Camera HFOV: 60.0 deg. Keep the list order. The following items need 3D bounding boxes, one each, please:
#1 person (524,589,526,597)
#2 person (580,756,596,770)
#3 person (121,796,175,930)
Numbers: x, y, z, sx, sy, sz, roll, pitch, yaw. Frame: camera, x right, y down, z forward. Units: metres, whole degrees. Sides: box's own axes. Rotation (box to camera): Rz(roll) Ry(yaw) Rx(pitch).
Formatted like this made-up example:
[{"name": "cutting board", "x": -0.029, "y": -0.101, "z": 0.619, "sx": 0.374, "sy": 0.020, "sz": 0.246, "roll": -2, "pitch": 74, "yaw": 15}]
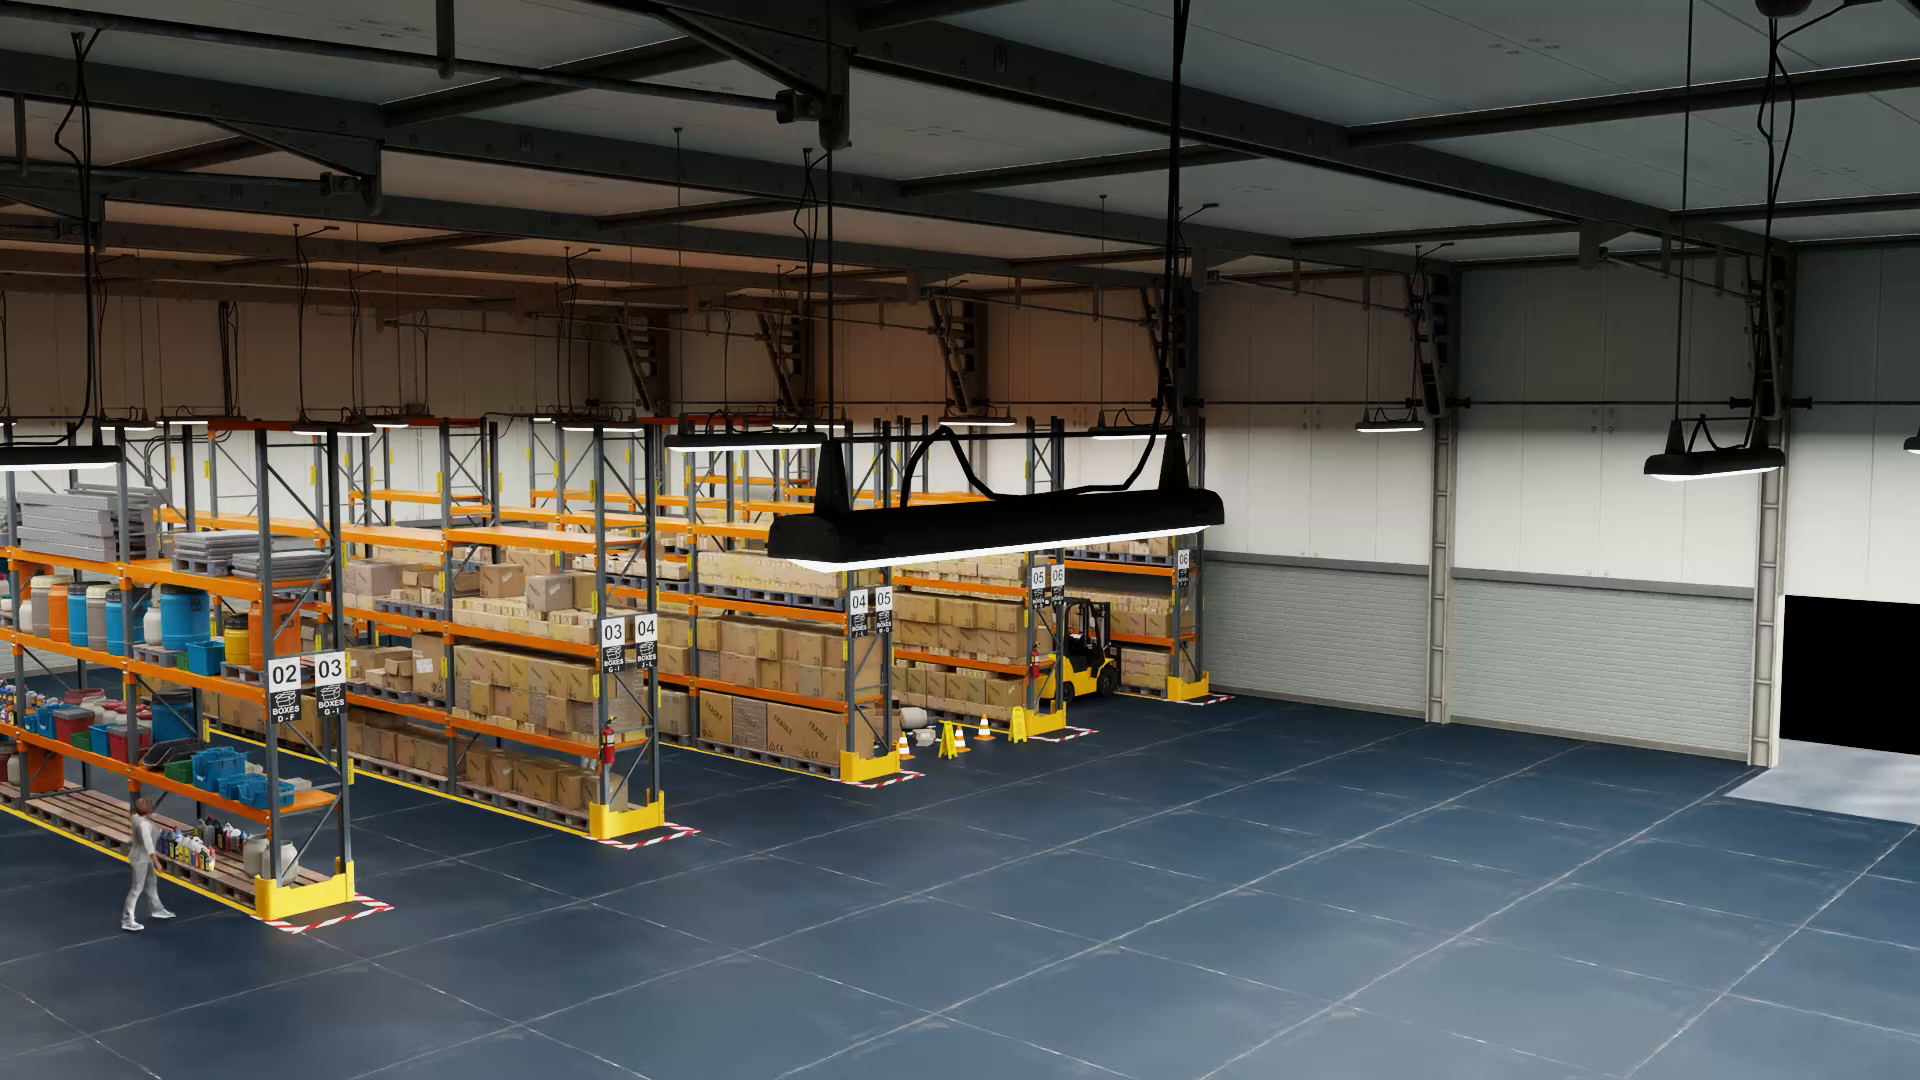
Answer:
[{"name": "person", "x": -11.305, "y": 1.861, "z": 43.915, "sx": 0.540, "sy": 1.679, "sz": 0.394, "roll": -3, "pitch": 5, "yaw": -29}, {"name": "person", "x": -6.349, "y": 3.121, "z": 28.509, "sx": 0.468, "sy": 1.679, "sz": 0.444, "roll": -1, "pitch": 5, "yaw": -14}, {"name": "person", "x": -9.842, "y": 3.873, "z": 20.101, "sx": 0.596, "sy": 1.597, "sz": 0.542, "roll": -2, "pitch": 5, "yaw": -26}]
